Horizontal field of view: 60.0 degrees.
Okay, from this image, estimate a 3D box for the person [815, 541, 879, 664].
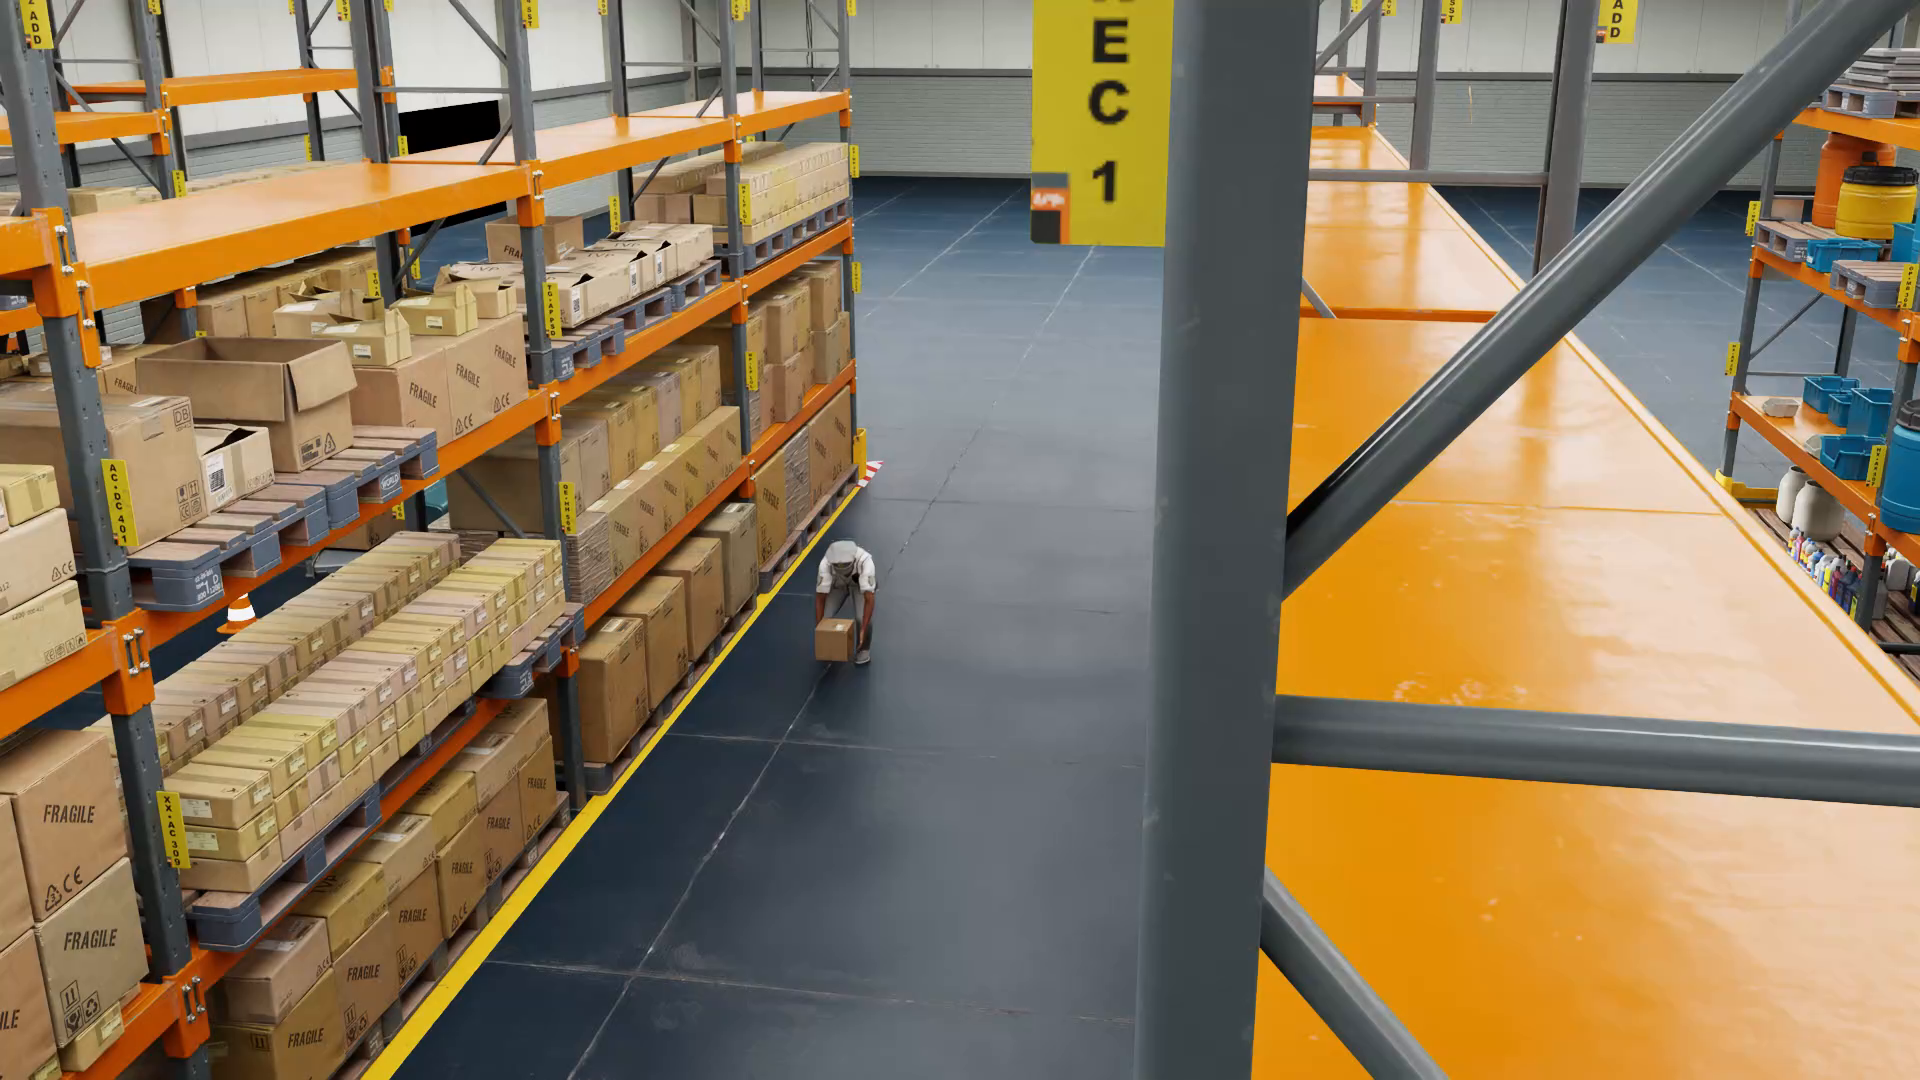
[{"bbox_3d":[-0.875,0.452,13.059,0.492,1.076,0.826,3,18,9],"label":"person"}]
